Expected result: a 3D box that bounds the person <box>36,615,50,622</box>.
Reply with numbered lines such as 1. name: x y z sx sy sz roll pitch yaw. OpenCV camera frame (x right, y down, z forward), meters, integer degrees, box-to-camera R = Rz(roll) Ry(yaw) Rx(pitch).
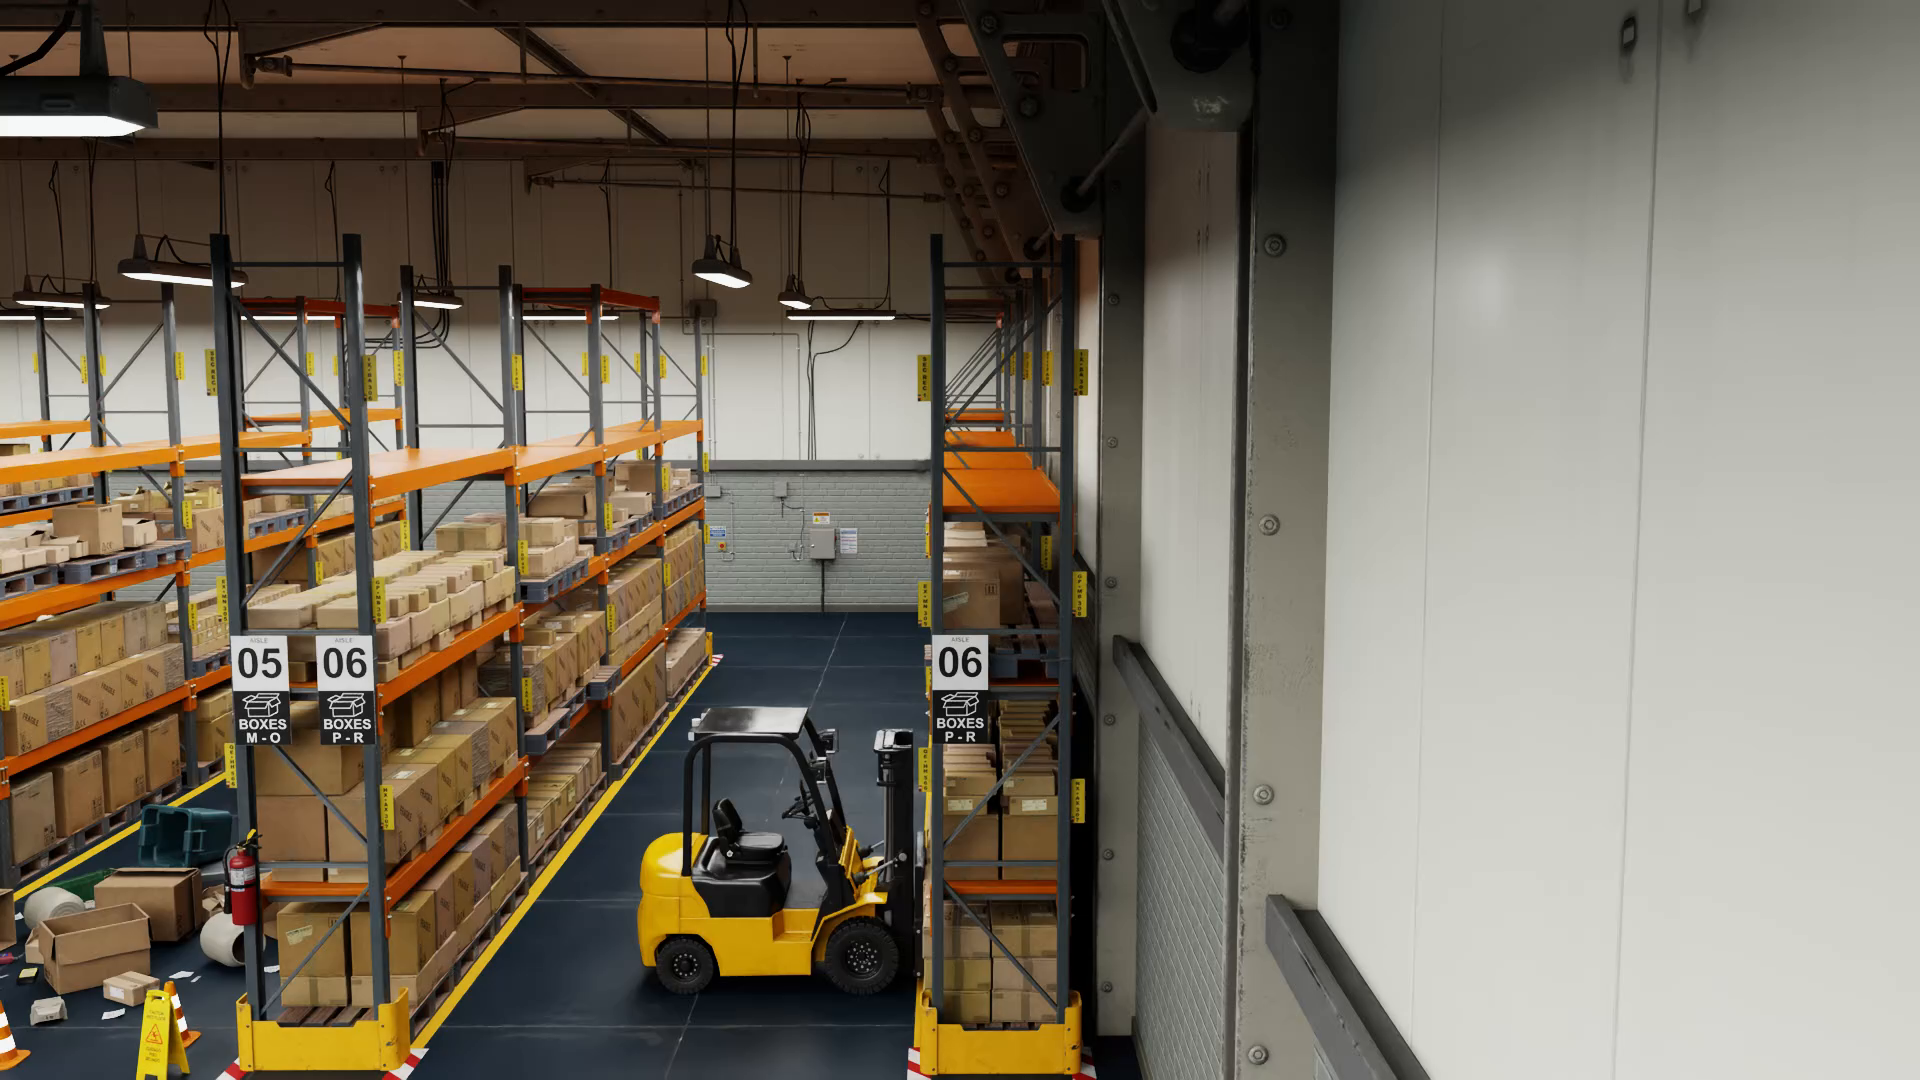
1. person: -12.070 1.861 21.933 0.472 1.743 0.975 0 6 -3
